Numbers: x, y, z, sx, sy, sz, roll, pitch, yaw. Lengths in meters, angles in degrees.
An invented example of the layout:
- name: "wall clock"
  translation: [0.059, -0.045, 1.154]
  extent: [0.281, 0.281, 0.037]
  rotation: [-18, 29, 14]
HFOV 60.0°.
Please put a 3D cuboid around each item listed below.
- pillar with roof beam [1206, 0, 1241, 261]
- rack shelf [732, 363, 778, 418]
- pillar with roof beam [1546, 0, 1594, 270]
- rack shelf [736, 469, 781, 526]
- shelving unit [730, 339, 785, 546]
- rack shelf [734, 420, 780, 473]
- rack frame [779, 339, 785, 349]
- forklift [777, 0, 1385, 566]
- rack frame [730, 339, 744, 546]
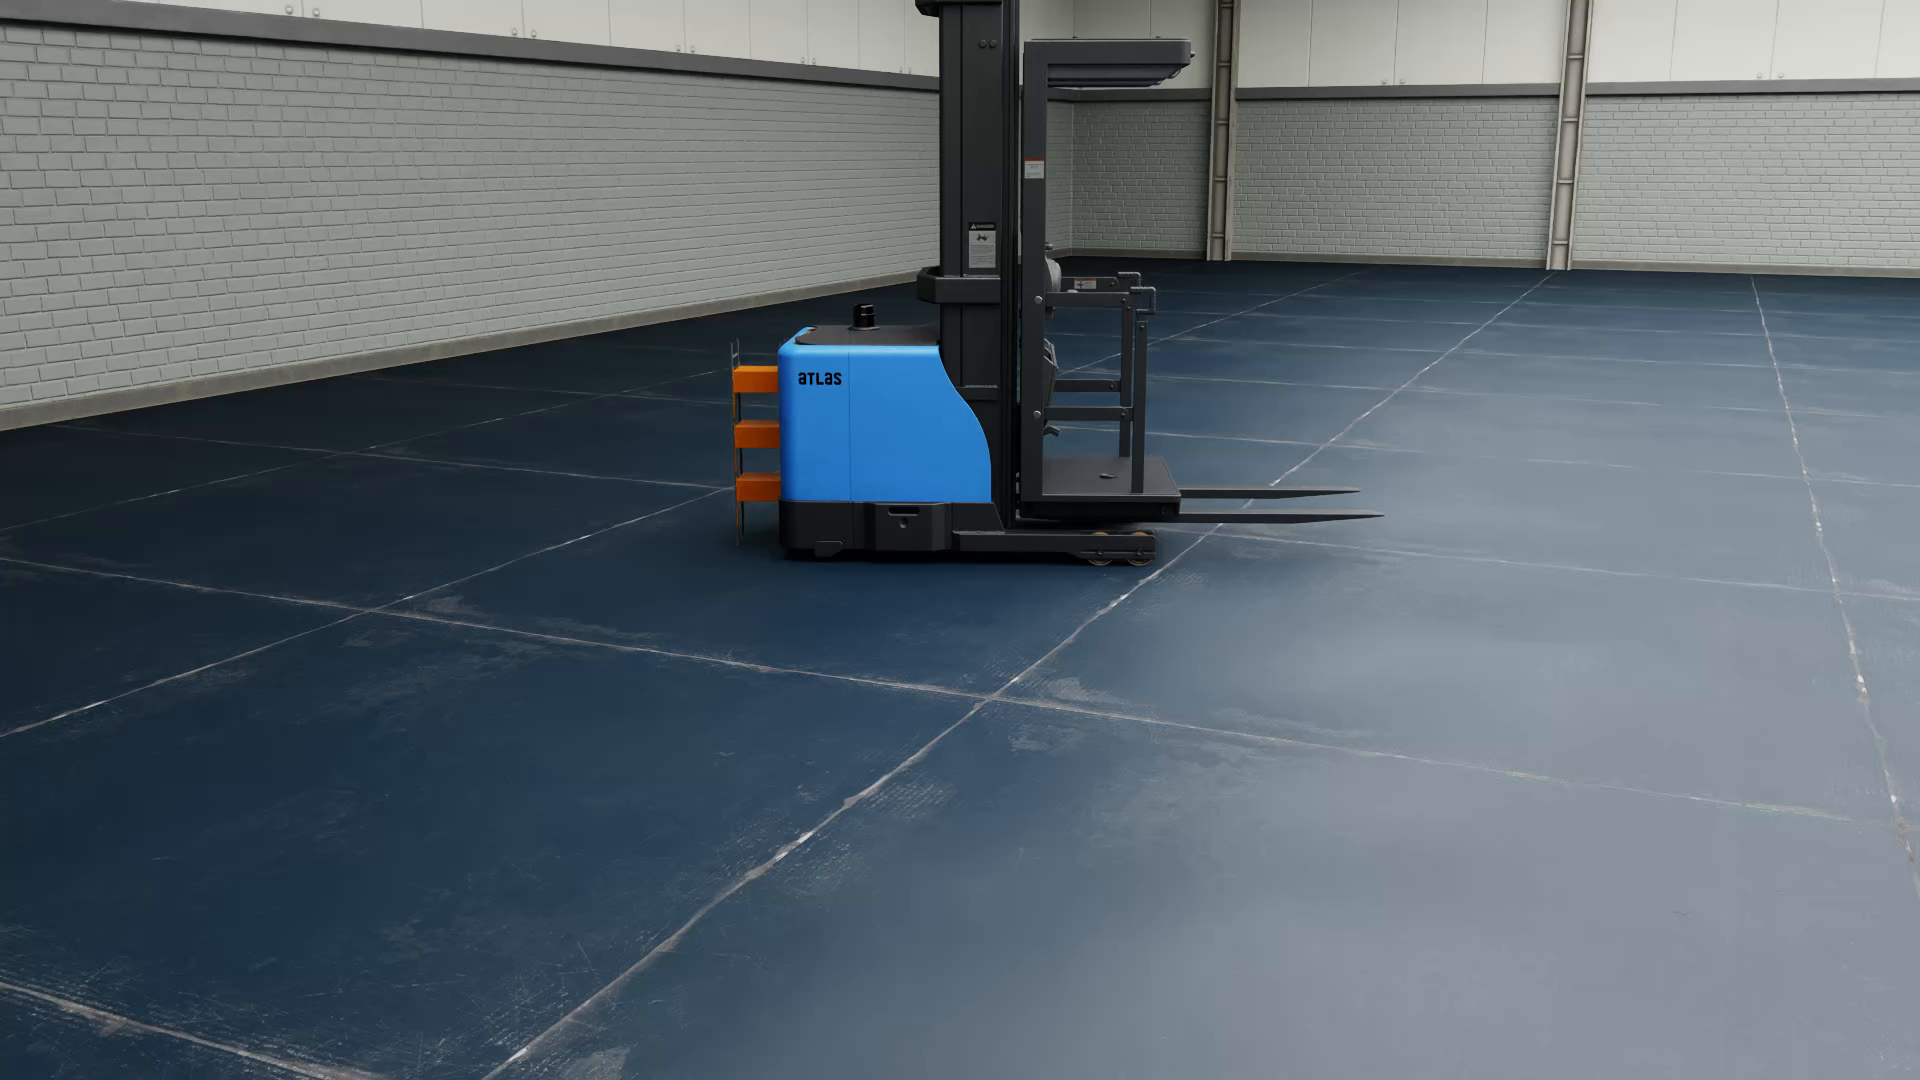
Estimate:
- name: "pillar with roof beam"
  translation: [3.083, -8.703, 26.148]
  extent: [0.400, 9.000, 9.100]
  rotation: [6, 14, 23]
- name: "rack shelf"
  translation: [-1.029, -0.769, 8.537]
  extent: [0.240, 0.259, 0.215]
  rotation: [0, 13, 2]
- name: "pillar with roof beam"
  translation: [8.569, -8.148, 23.782]
  extent: [0.400, 9.000, 9.100]
  rotation: [6, 14, 23]
- name: "rack shelf"
  translation: [-1.029, -0.222, 8.665]
  extent: [0.240, 0.259, 0.215]
  rotation: [0, 13, 2]
- name: "shelving unit"
  translation: [-1.029, -0.503, 8.599]
  extent: [0.252, 1.050, 0.215]
  rotation: [0, 13, 2]
- name: "rack shelf"
  translation: [-1.029, -0.492, 8.602]
  extent: [0.240, 0.259, 0.215]
  rotation: [0, 13, 2]
- name: "rack frame"
  translation: [-0.907, -0.502, 8.595]
  extent: [0.008, 1.050, 0.200]
  rotation: [0, 13, 2]
- name: "forklift"
  translation: [0.622, -1.422, 8.400]
  extent: [3.031, 2.935, 1.130]
  rotation: [0, 13, 2]
- name: "rack frame"
  translation: [-1.151, -0.504, 8.603]
  extent: [0.008, 1.050, 0.200]
  rotation: [0, 13, 2]
